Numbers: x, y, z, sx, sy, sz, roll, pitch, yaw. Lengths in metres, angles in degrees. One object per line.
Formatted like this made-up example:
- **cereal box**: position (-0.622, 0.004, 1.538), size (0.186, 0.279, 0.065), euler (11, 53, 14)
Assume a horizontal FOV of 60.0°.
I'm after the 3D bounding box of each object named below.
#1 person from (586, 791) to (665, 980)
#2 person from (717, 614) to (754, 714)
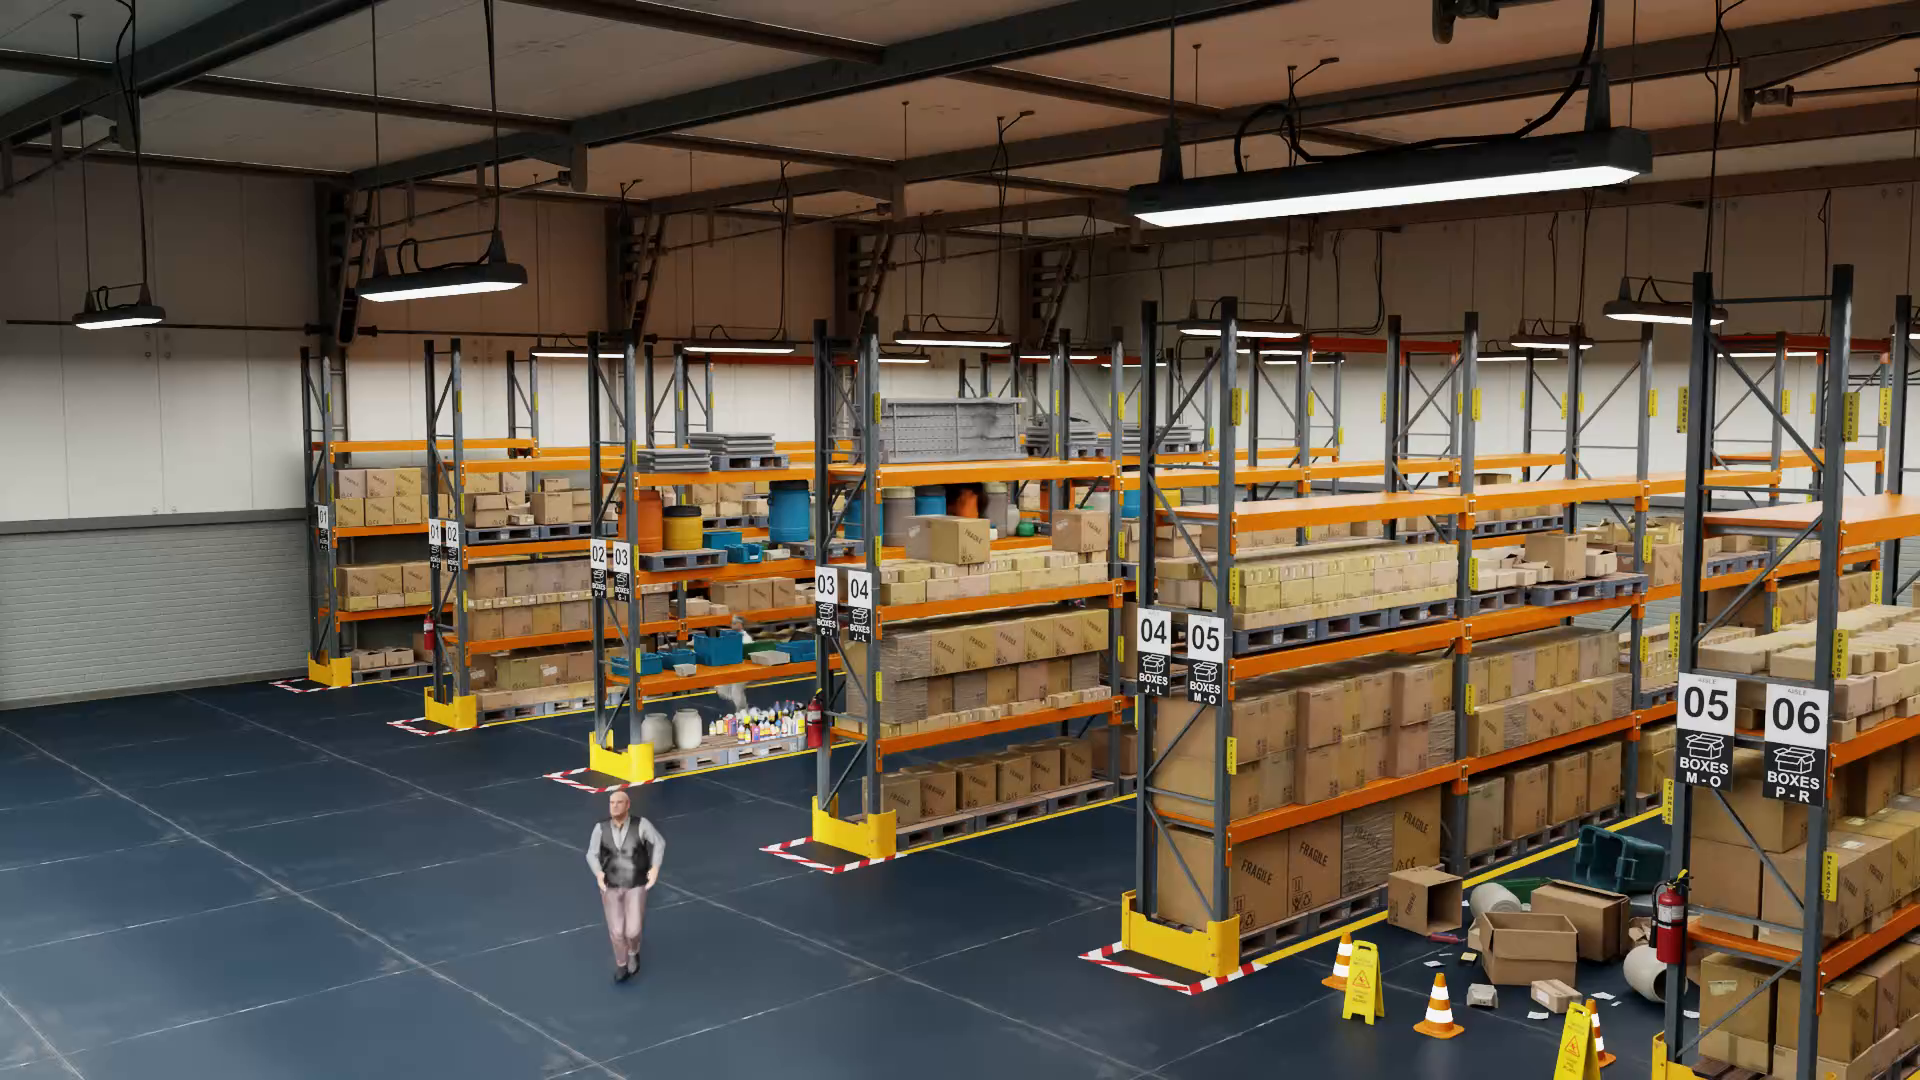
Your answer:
- **person**: position (-2.947, 3.048, 14.583), size (0.672, 1.673, 0.551), euler (0, 5, -2)
- **person**: position (-3.518, 2.014, 25.970), size (0.665, 1.742, 0.593), euler (5, 7, 42)
